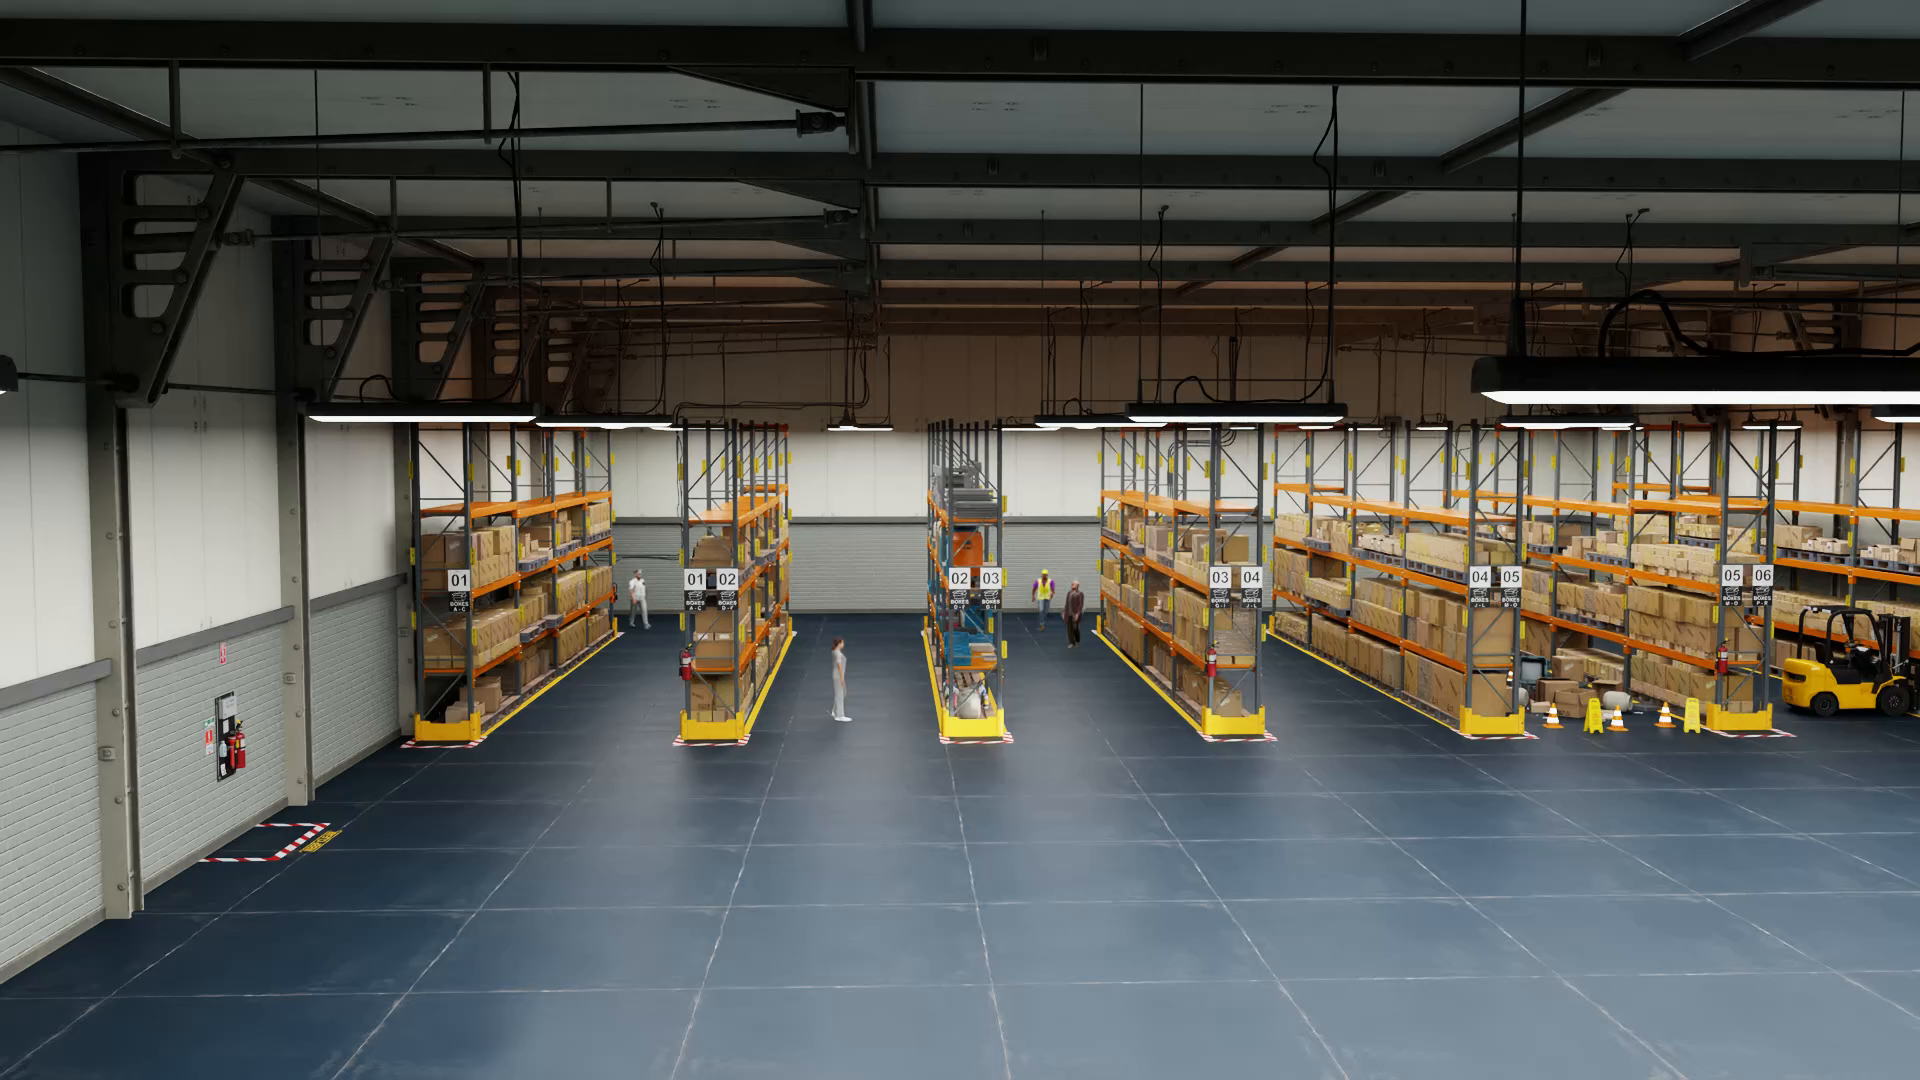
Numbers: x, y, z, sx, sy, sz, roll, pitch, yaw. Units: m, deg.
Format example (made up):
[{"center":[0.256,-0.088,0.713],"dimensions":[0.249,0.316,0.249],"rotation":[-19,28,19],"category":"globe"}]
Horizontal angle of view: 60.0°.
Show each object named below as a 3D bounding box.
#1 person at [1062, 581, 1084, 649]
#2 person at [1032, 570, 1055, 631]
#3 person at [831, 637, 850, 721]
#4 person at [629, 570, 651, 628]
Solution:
[{"center":[2.947,1.941,43.181],"dimensions":[0.613,1.783,0.548],"rotation":[2,4,30],"category":"person"},{"center":[2.465,1.762,48.768],"dimensions":[0.640,1.790,0.904],"rotation":[0,4,-7],"category":"person"},{"center":[-2.408,2.793,33.210],"dimensions":[0.375,1.738,0.496],"rotation":[-1,4,-12],"category":"person"},{"center":[-9.441,1.717,48.753],"dimensions":[0.525,1.707,1.073],"rotation":[-2,4,-27],"category":"person"}]
